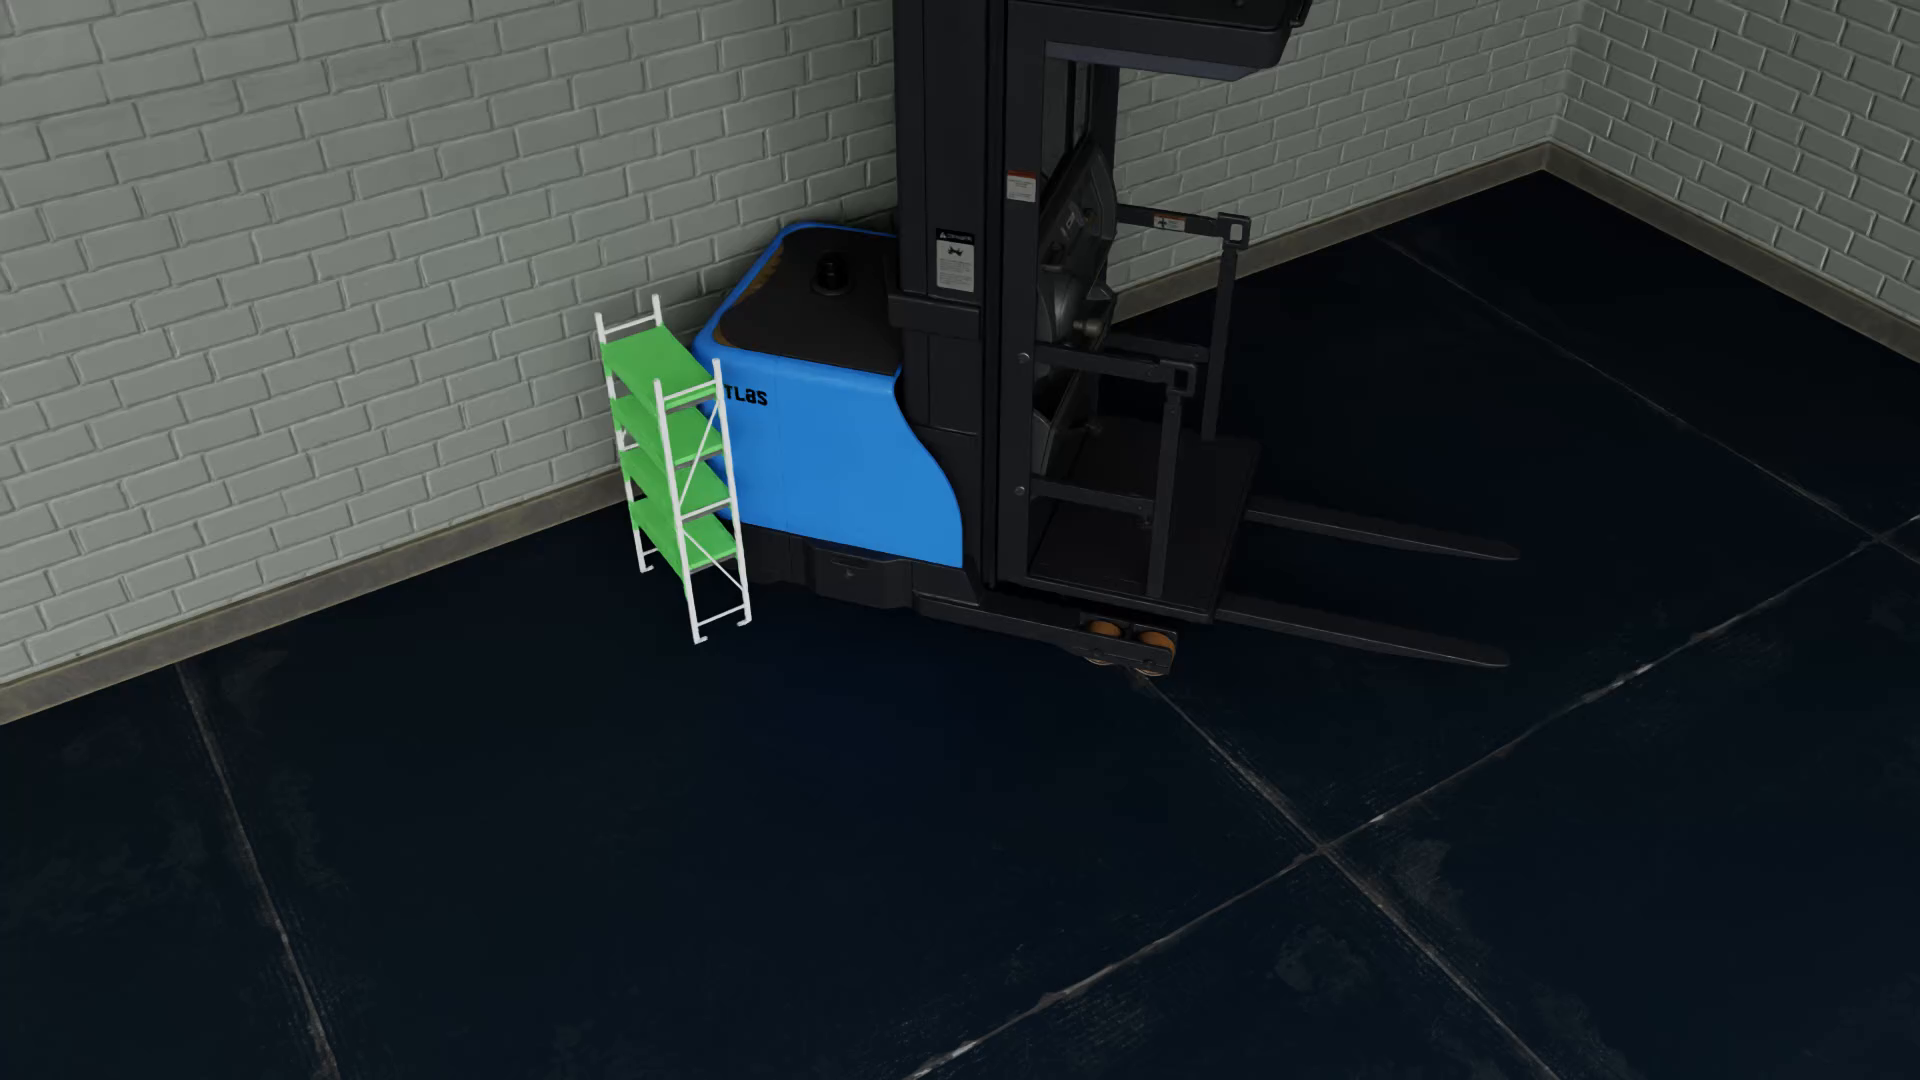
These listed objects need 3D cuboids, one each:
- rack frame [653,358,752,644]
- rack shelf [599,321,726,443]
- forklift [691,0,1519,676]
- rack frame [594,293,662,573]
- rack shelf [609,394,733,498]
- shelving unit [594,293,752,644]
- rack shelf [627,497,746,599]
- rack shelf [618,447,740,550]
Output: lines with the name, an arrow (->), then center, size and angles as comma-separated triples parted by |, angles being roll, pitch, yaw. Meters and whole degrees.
rack frame -> -0.908, -0.111, 5.943 | 0.240, 1.200, 0.015 | -23, 45, -24
rack shelf -> -1.044, -0.560, 5.833 | 0.258, 0.148, 0.480 | -23, 45, -24
forklift -> 0.593, -1.006, 5.668 | 3.031, 2.935, 1.130 | 11, 41, 13
rack frame -> -1.172, -0.374, 6.259 | 0.240, 1.200, 0.015 | -23, 45, -24
rack shelf -> -1.042, -0.377, 5.987 | 0.258, 0.148, 0.480 | -23, 45, -24
shelving unit -> -1.040, -0.242, 6.101 | 0.258, 1.200, 0.503 | -23, 45, -24
rack shelf -> -1.037, -0.010, 6.297 | 0.258, 0.148, 0.480 | -23, 45, -24
rack shelf -> -1.039, -0.194, 6.142 | 0.258, 0.148, 0.480 | -23, 45, -24
